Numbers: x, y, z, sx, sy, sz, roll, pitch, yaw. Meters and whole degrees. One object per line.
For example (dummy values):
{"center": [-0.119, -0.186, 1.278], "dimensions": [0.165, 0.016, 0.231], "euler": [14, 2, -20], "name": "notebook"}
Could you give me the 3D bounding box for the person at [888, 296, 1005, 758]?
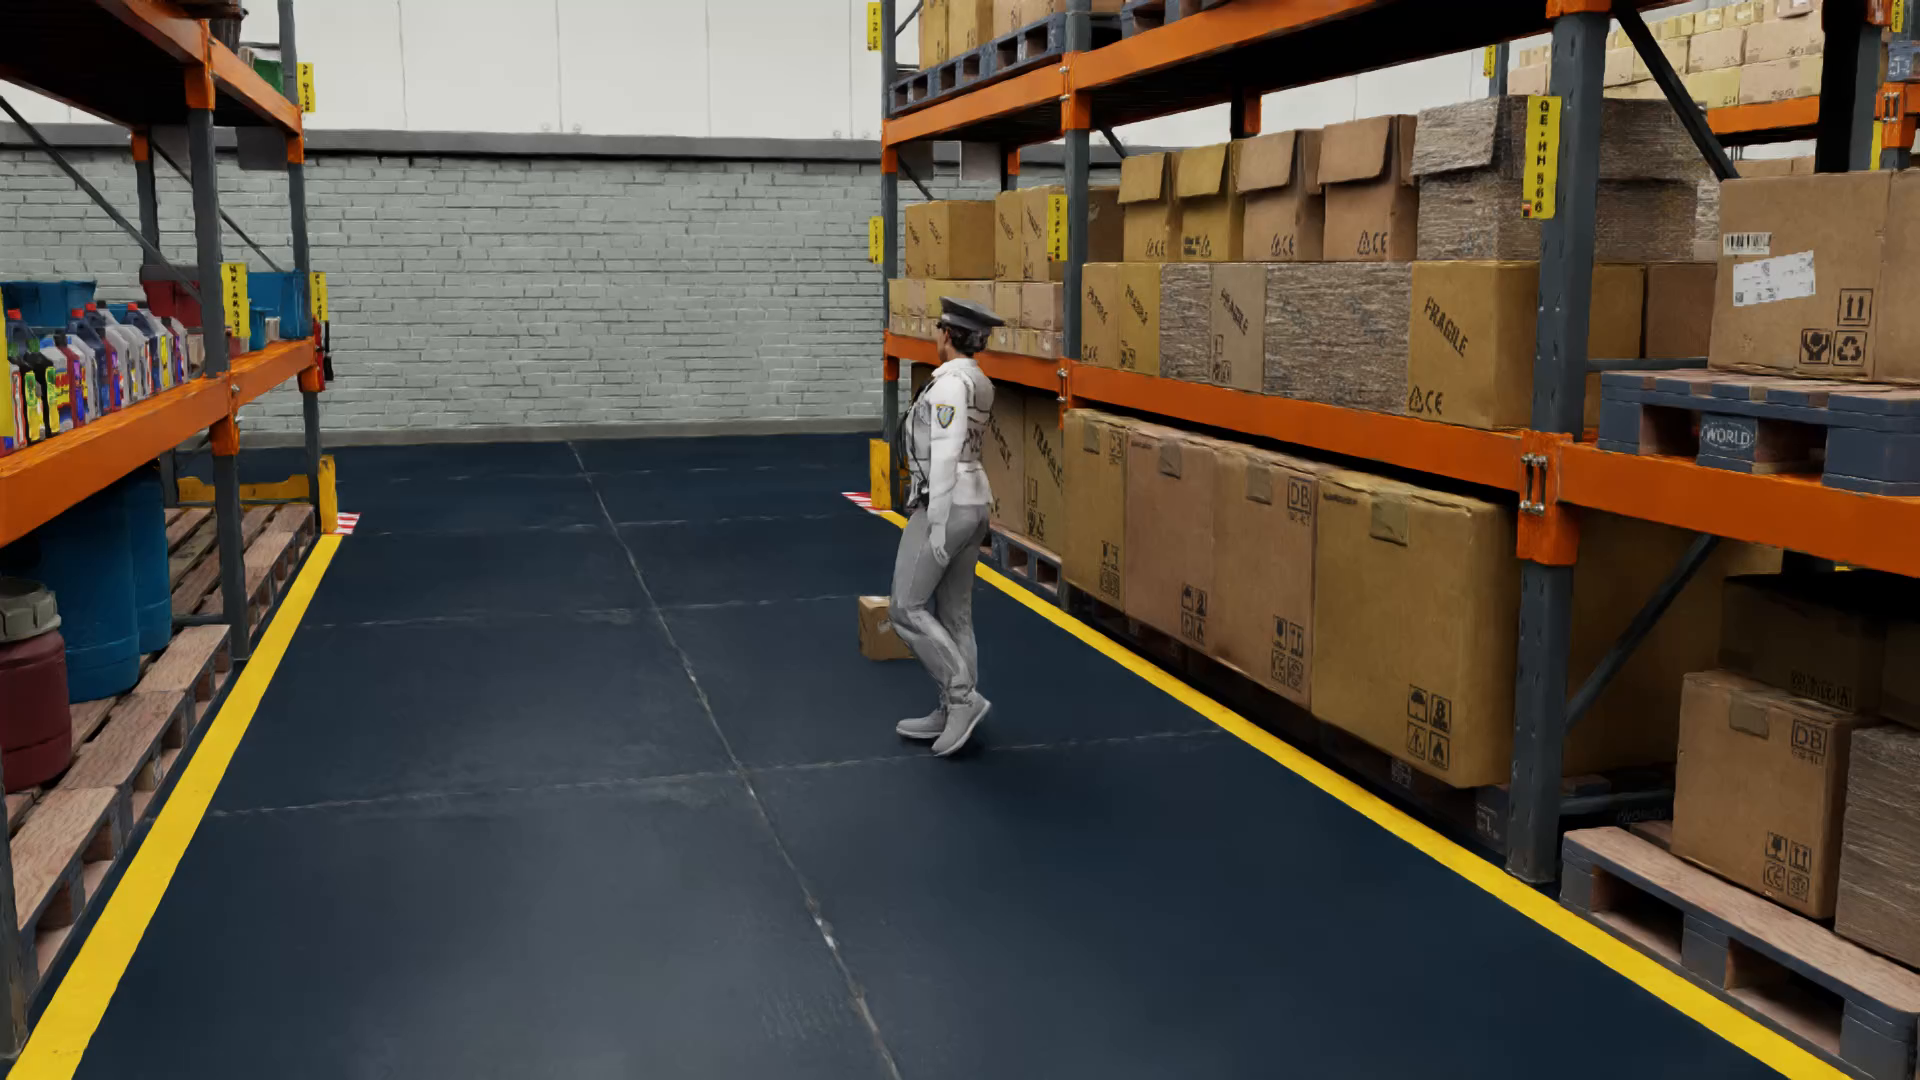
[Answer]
{"center": [-0.042, -0.066, 6.231], "dimensions": [0.417, 1.675, 0.568], "euler": [3, 10, 17], "name": "person"}
